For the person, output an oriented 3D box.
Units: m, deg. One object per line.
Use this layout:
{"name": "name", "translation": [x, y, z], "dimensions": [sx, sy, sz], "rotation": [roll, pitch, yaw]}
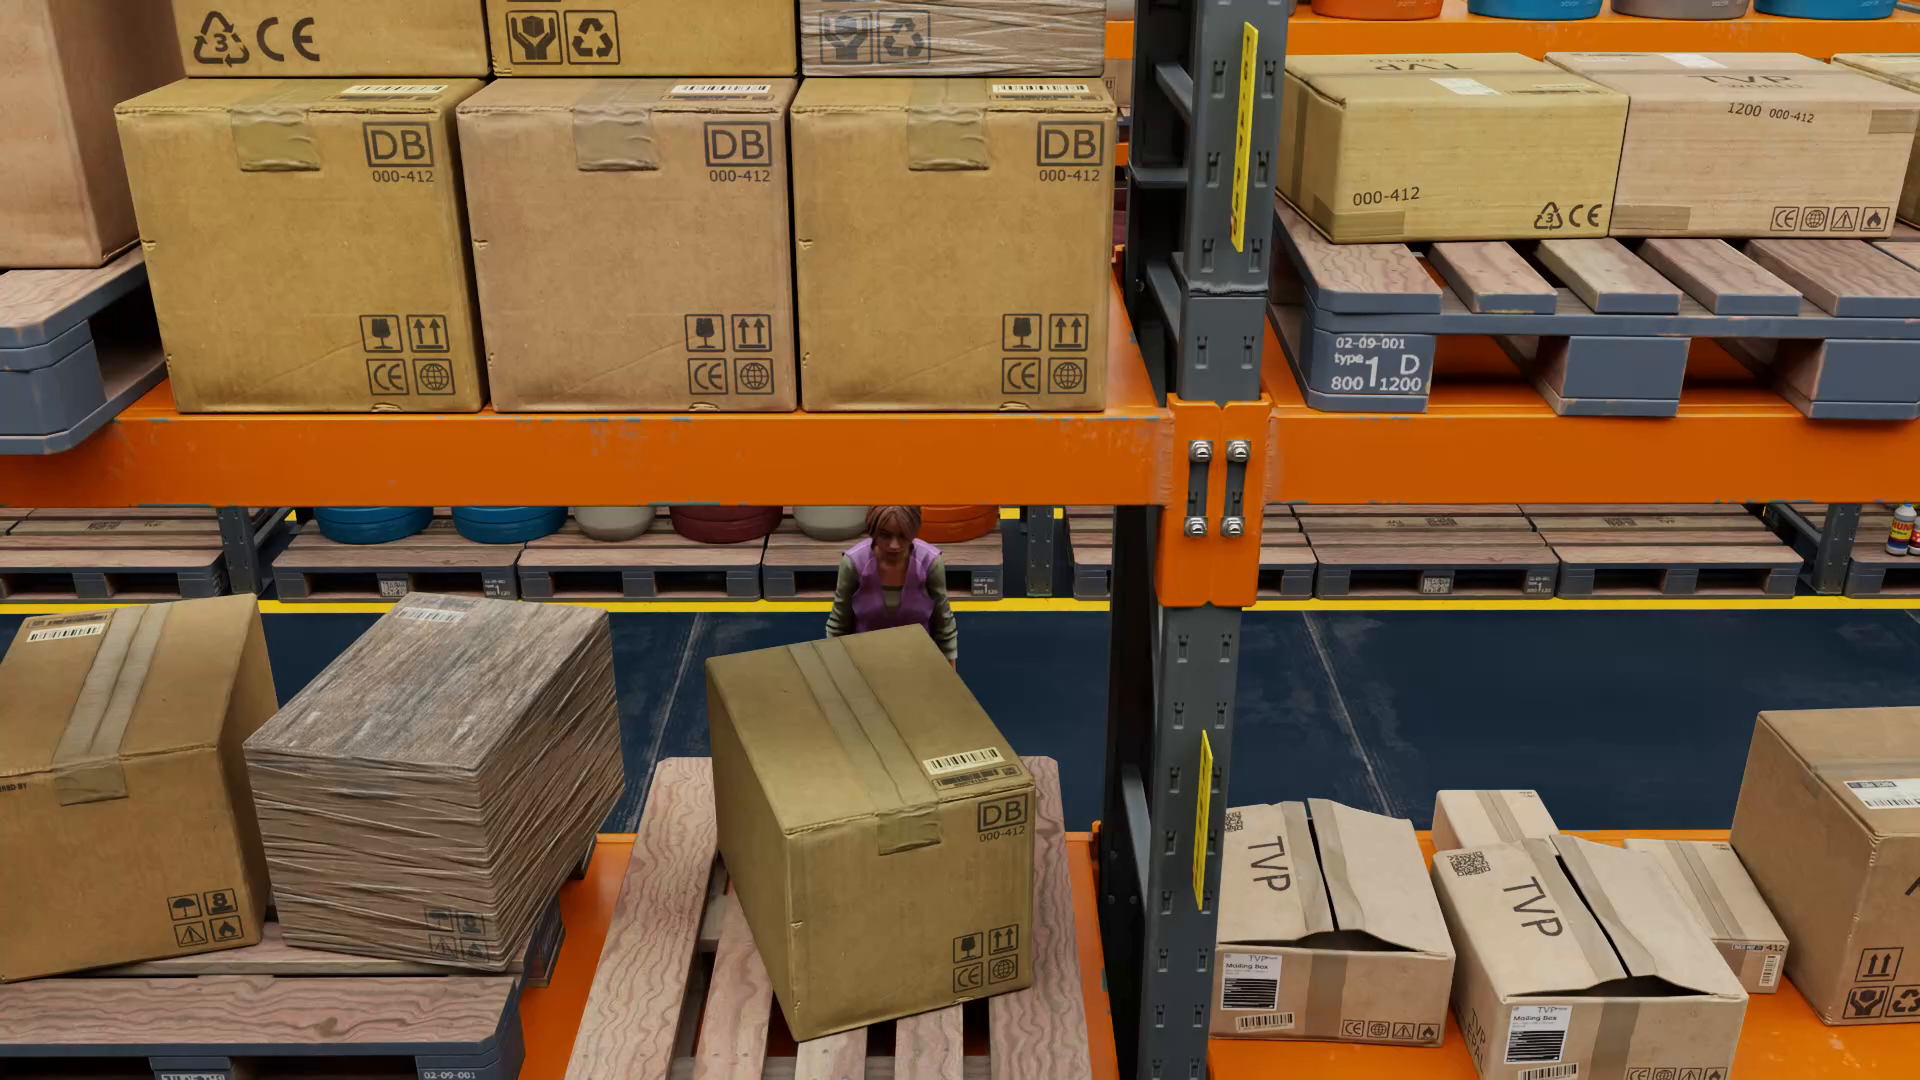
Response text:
{"name": "person", "translation": [-0.247, 0.532, 5.947], "dimensions": [0.482, 1.594, 0.341], "rotation": [-1, 25, -3]}
